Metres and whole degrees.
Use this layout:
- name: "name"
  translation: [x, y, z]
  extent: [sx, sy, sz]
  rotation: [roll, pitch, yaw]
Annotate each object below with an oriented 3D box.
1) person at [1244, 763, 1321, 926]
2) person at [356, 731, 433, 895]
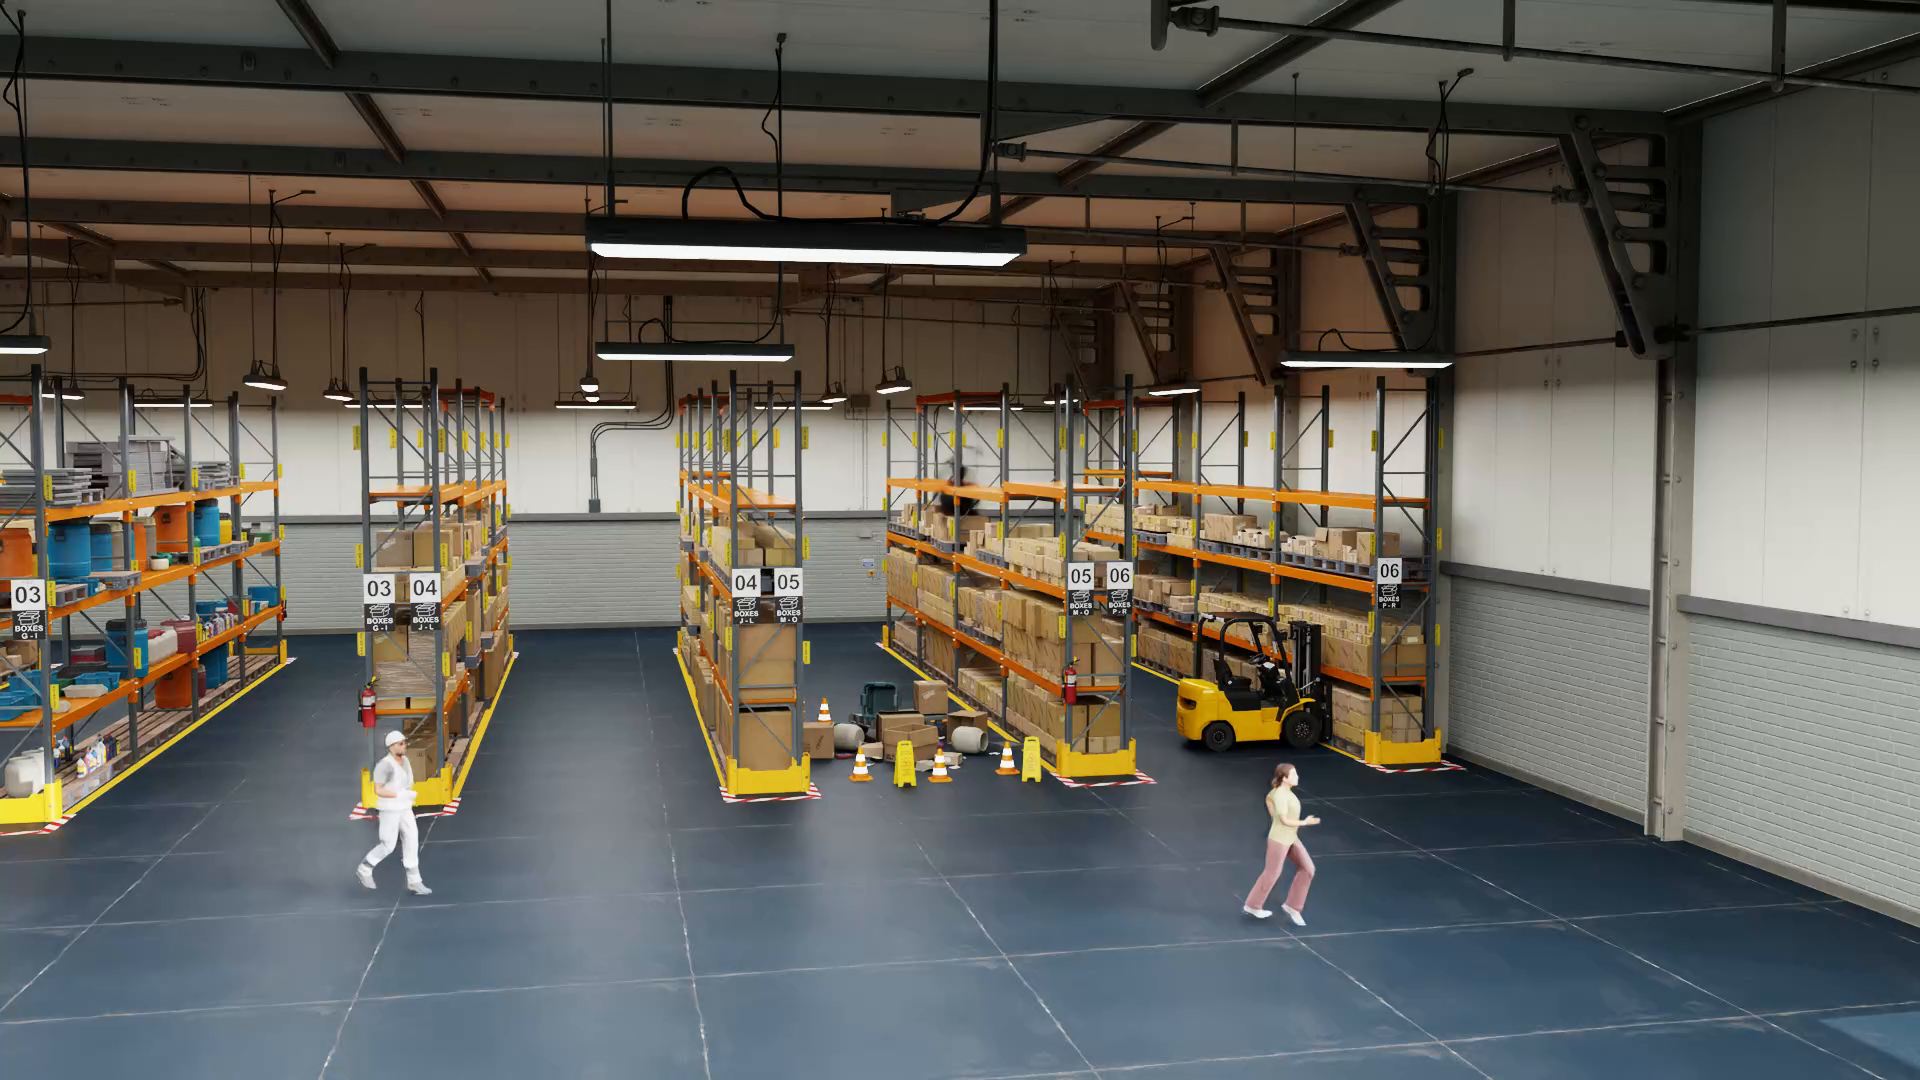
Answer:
- name: "person"
  translation: [3.332, 3.146, 17.189]
  extent: [0.798, 1.710, 0.540]
  rotation: [2, 4, 27]
- name: "person"
  translation: [-6.256, 3.005, 18.375]
  extent: [0.883, 1.807, 0.682]
  rotation: [1, 4, 17]
